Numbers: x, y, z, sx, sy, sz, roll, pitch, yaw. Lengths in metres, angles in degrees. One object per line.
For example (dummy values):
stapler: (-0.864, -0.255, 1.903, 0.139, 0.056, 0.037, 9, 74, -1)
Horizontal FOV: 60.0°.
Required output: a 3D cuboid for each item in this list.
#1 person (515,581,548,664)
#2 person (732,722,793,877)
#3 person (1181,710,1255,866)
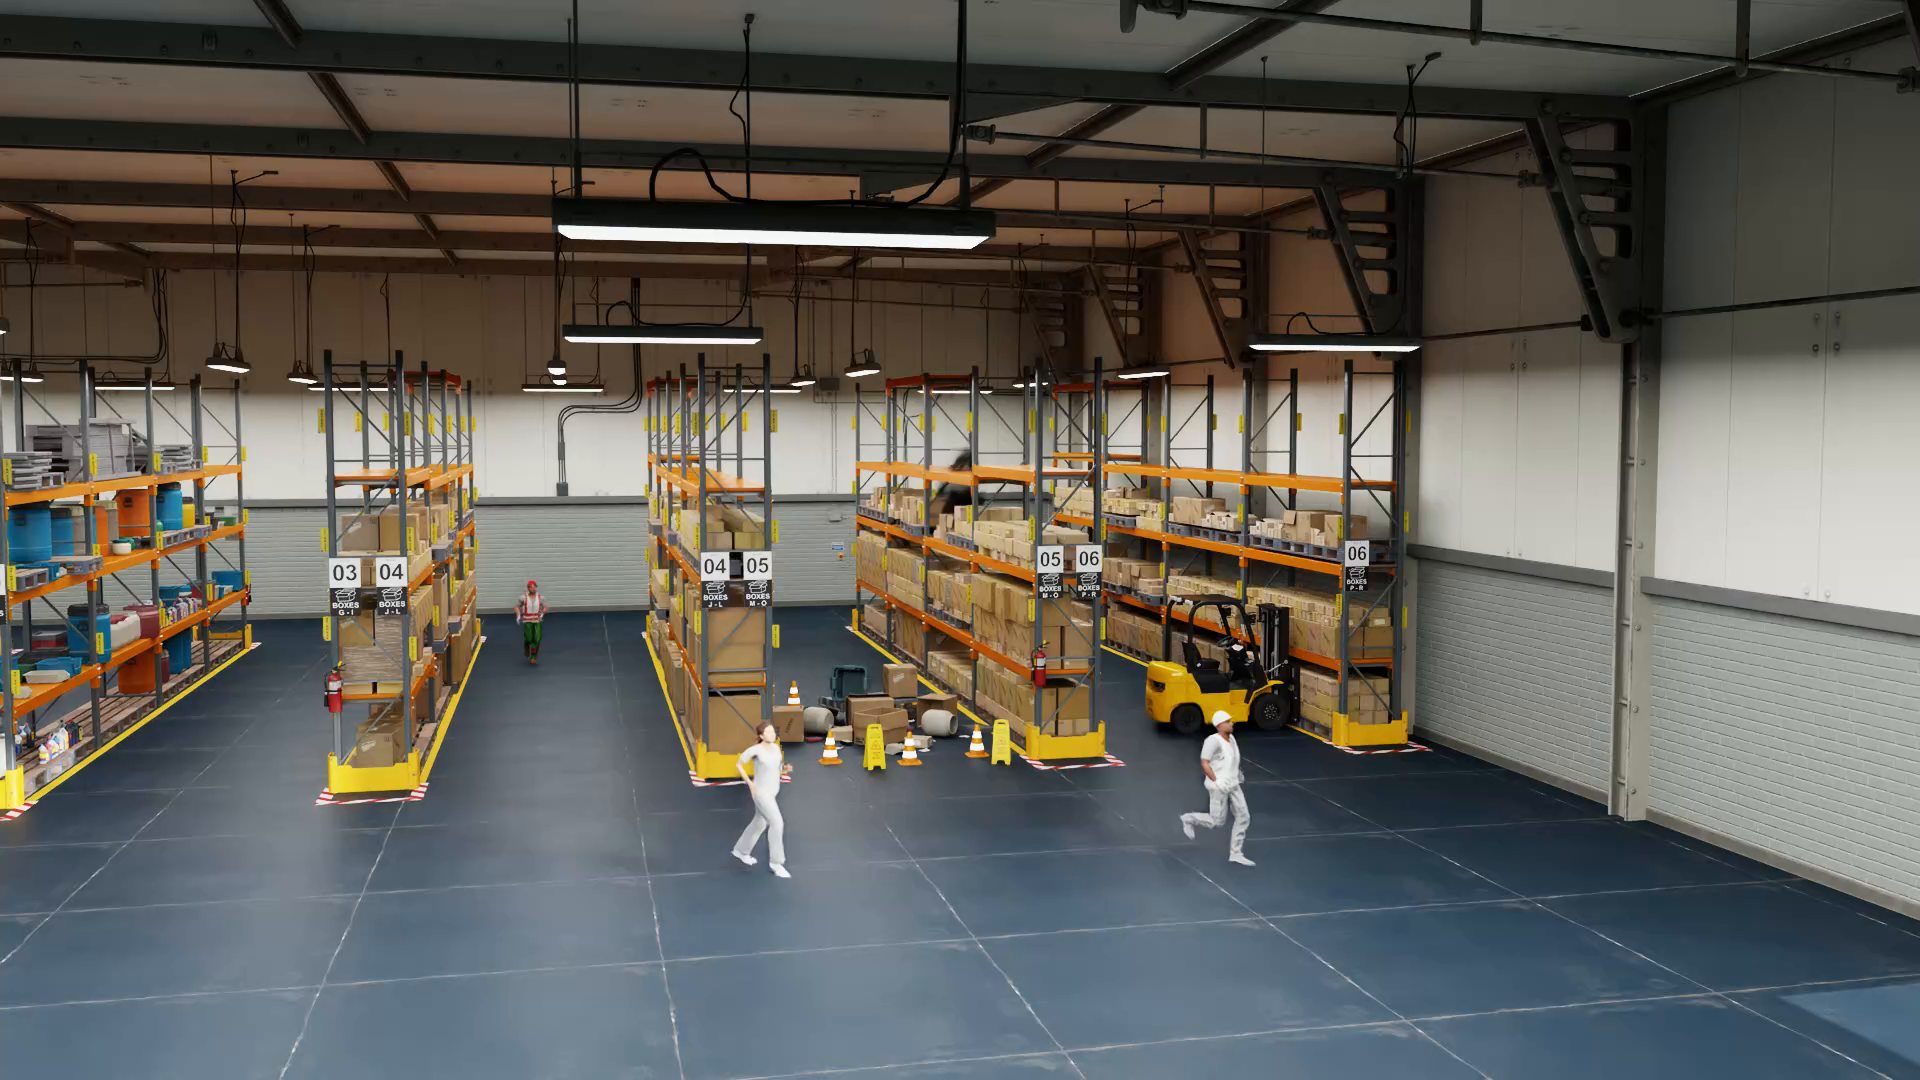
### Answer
person: (-8.927, 1.717, 34.734, 0.656, 1.738, 0.592, -2, 4, -24)
person: (-2.201, 2.879, 18.631, 0.793, 1.725, 0.541, 2, 4, 27)
person: (2.979, 2.826, 19.093, 0.898, 1.750, 0.676, 3, 5, 41)
